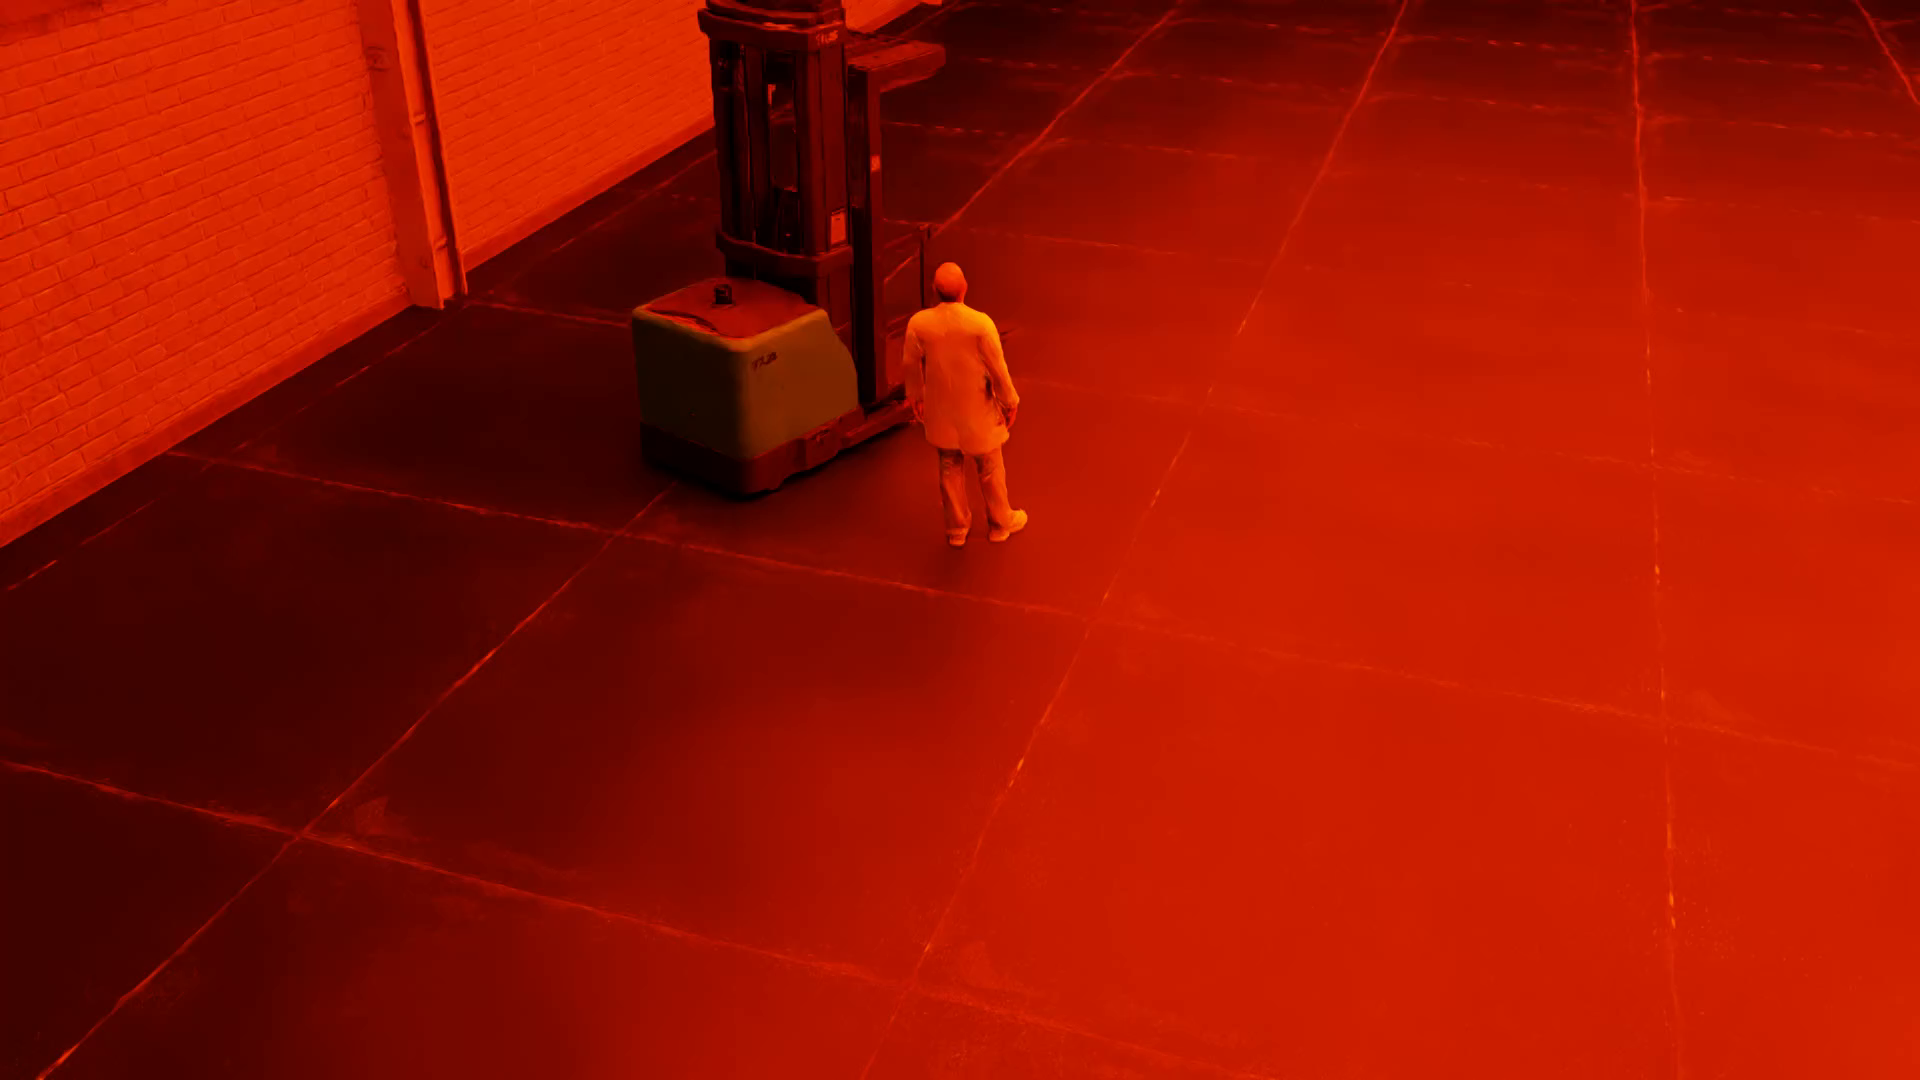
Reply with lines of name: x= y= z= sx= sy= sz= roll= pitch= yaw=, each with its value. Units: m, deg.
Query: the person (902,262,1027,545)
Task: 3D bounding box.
person: x=0.034 y=-0.820 z=9.726 sx=0.694 sy=1.776 sz=0.579 roll=10 pitch=31 yaw=16

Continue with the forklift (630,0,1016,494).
forklift: x=-0.786 y=-2.226 z=11.041 sx=1.130 sy=2.935 sz=3.031 roll=22 pitch=36 yaw=33
